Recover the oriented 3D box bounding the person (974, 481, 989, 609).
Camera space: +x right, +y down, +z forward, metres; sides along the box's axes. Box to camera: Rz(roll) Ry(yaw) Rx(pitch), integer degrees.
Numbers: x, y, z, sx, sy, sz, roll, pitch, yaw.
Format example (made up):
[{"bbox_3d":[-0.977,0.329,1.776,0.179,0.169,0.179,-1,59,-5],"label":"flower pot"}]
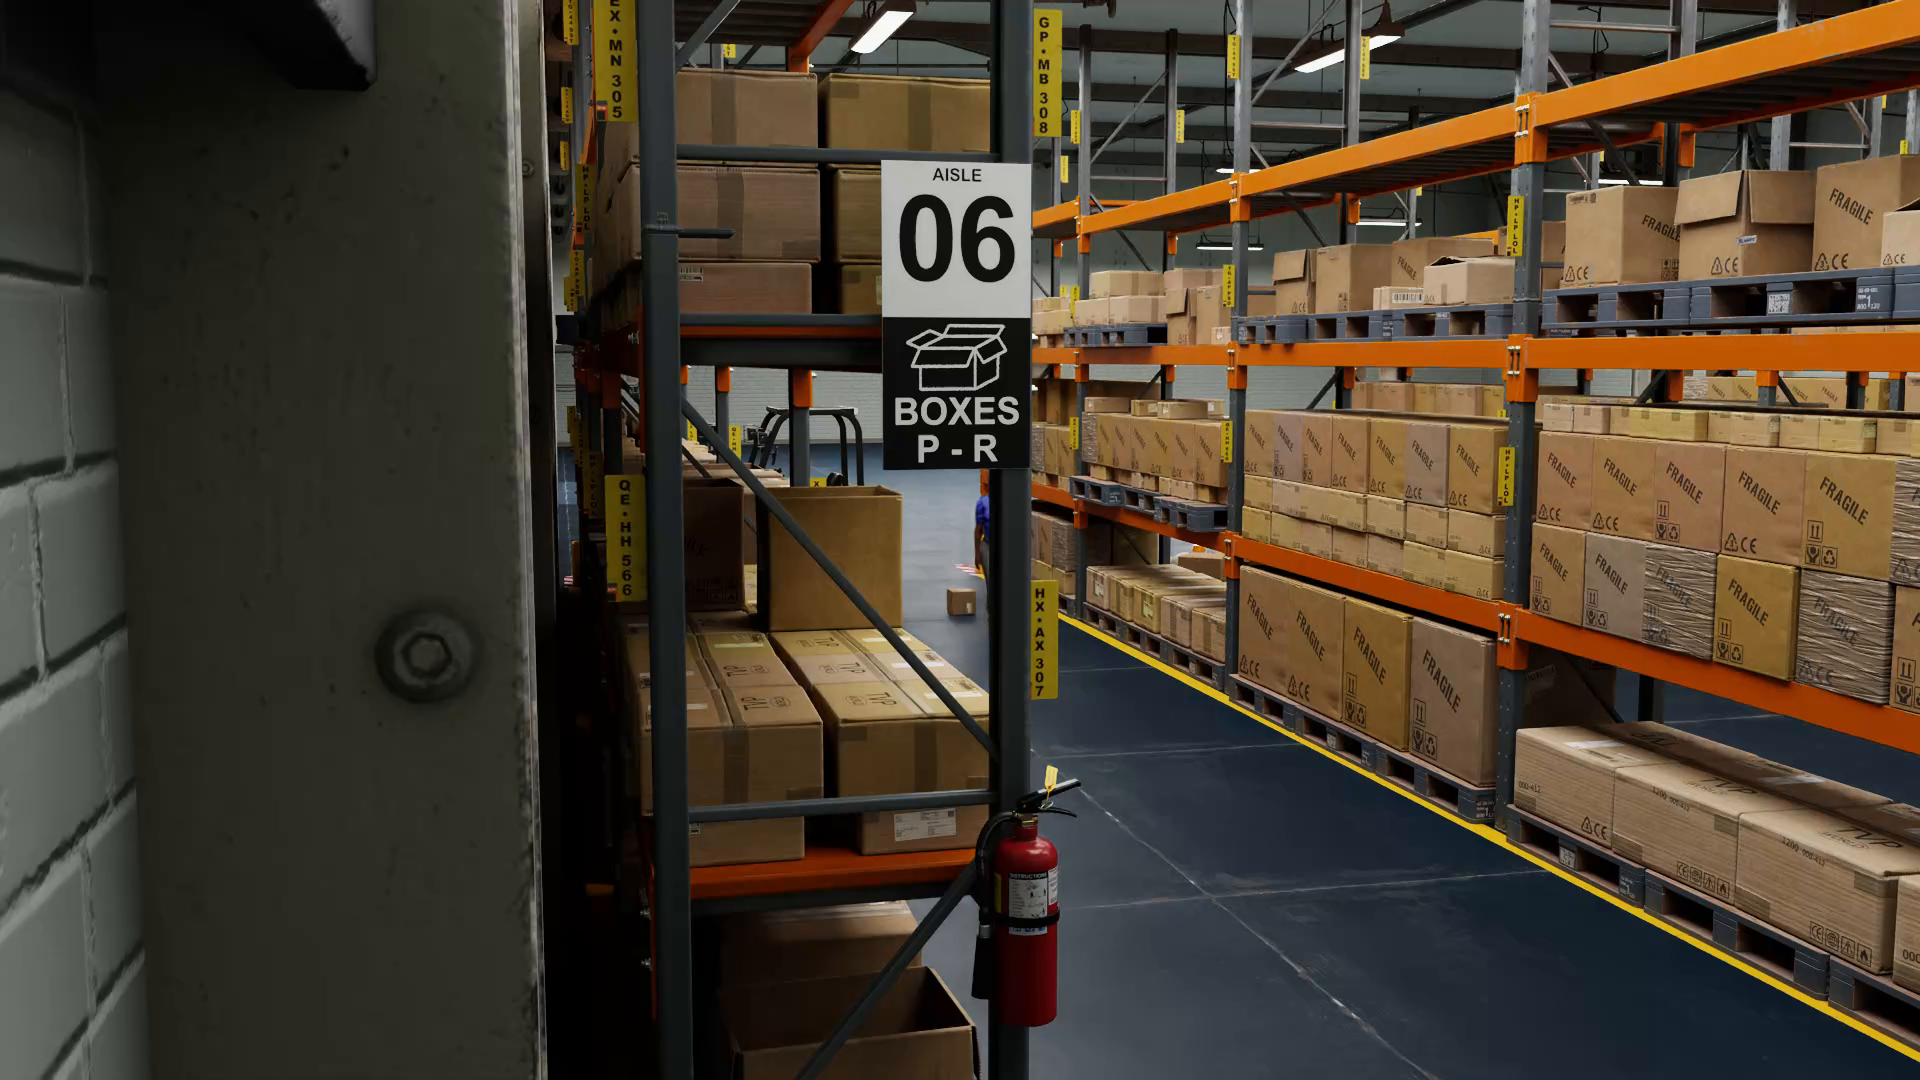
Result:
[{"bbox_3d":[0.362,0.104,16.224,0.449,1.613,0.932,-2,6,-14],"label":"person"}]
